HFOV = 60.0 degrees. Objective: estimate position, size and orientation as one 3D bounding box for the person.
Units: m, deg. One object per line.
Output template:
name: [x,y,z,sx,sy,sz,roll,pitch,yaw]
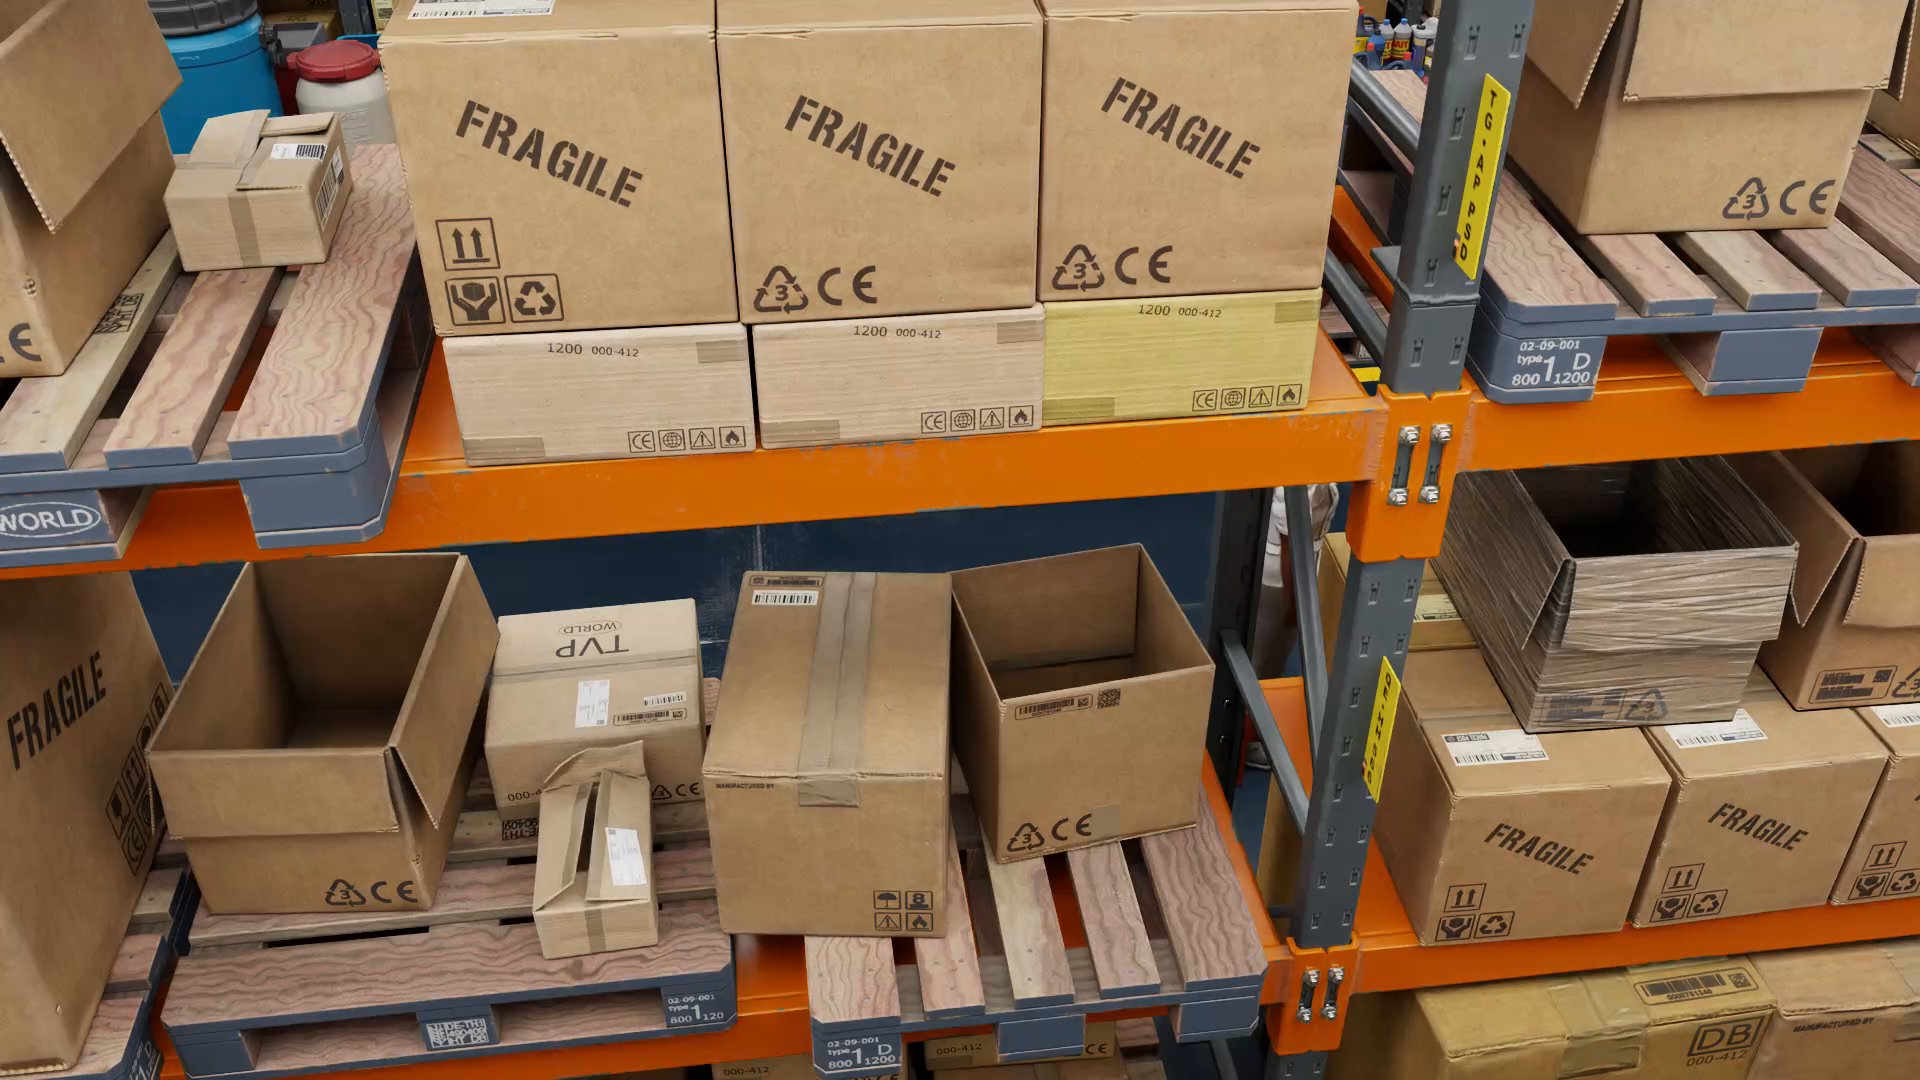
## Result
person: [1.168,0.096,5.995,0.389,1.681,0.451,-4,35,-6]
